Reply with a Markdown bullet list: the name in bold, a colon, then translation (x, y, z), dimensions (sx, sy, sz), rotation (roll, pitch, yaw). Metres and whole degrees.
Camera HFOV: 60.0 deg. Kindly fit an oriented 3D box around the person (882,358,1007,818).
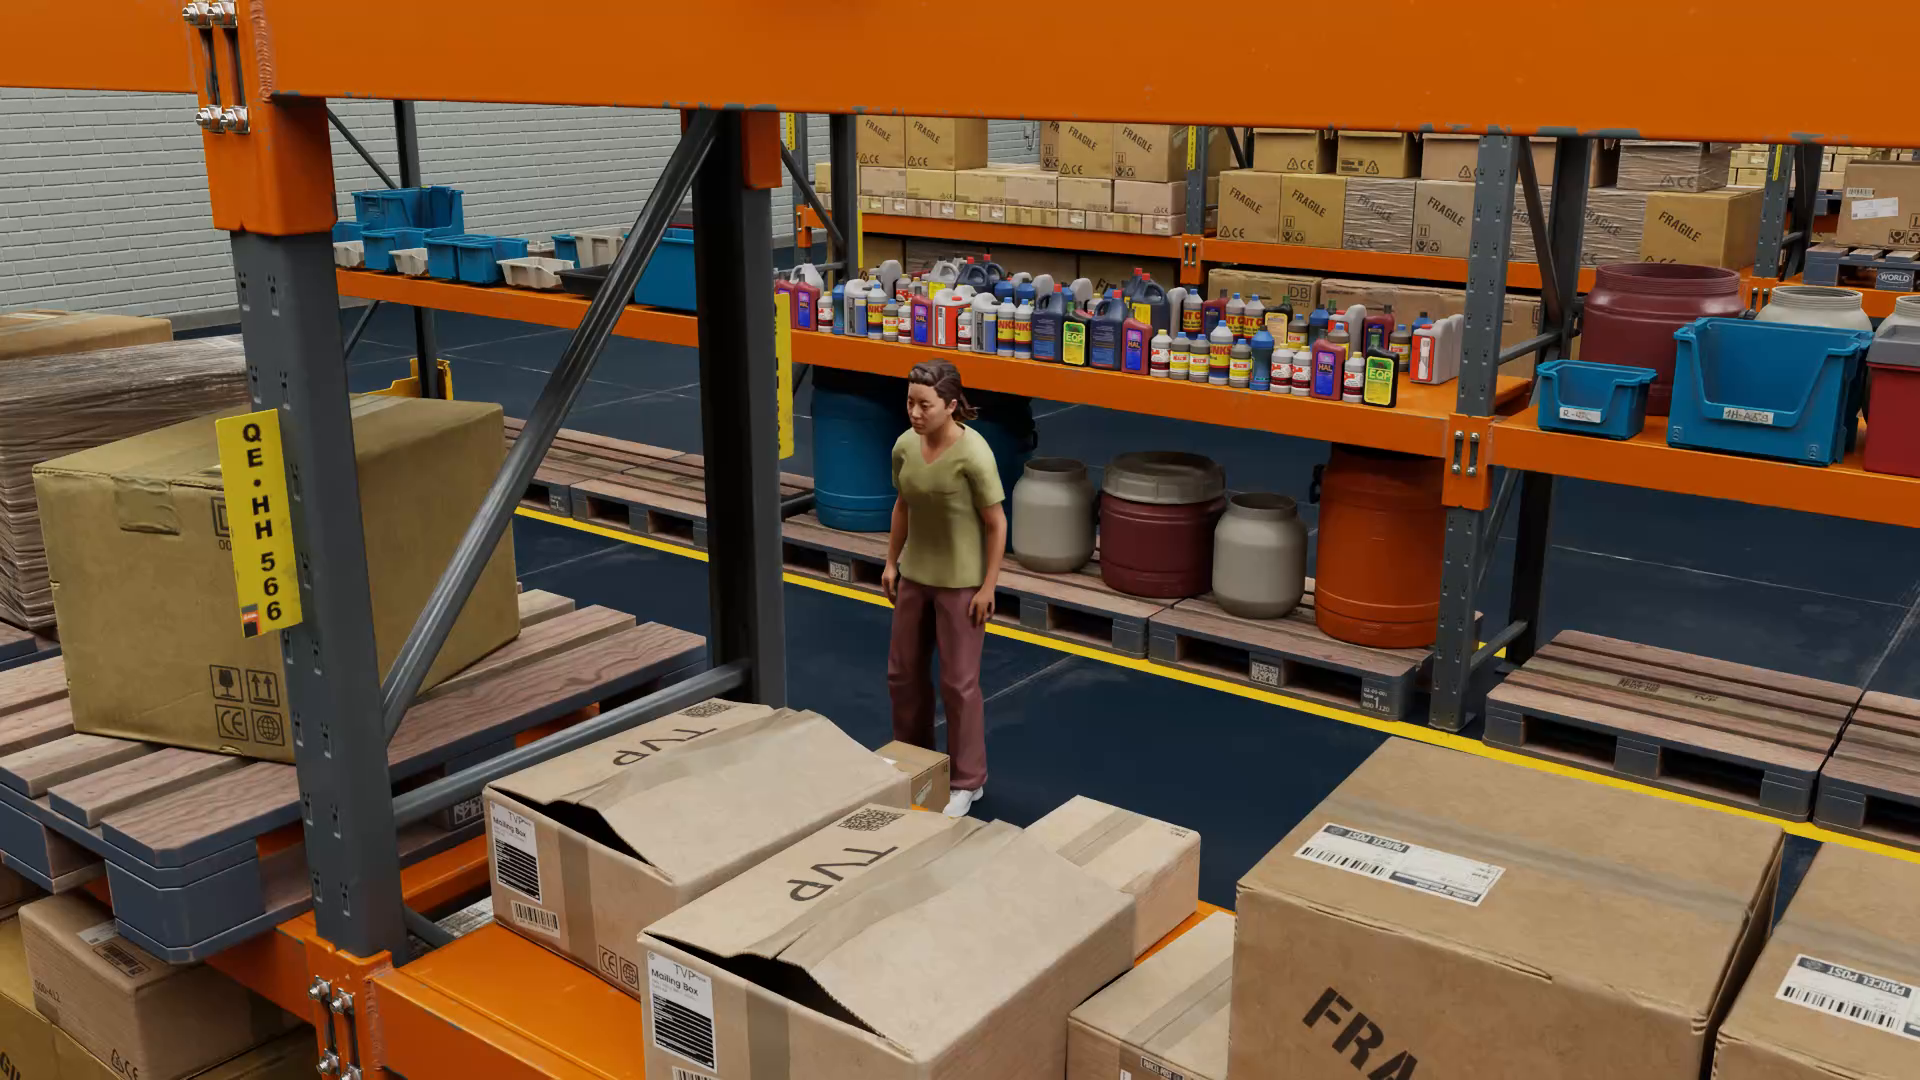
- **person**: translation (-0.073, 0.164, 5.989), dimensions (0.499, 1.673, 0.356), rotation (12, 21, 35)
